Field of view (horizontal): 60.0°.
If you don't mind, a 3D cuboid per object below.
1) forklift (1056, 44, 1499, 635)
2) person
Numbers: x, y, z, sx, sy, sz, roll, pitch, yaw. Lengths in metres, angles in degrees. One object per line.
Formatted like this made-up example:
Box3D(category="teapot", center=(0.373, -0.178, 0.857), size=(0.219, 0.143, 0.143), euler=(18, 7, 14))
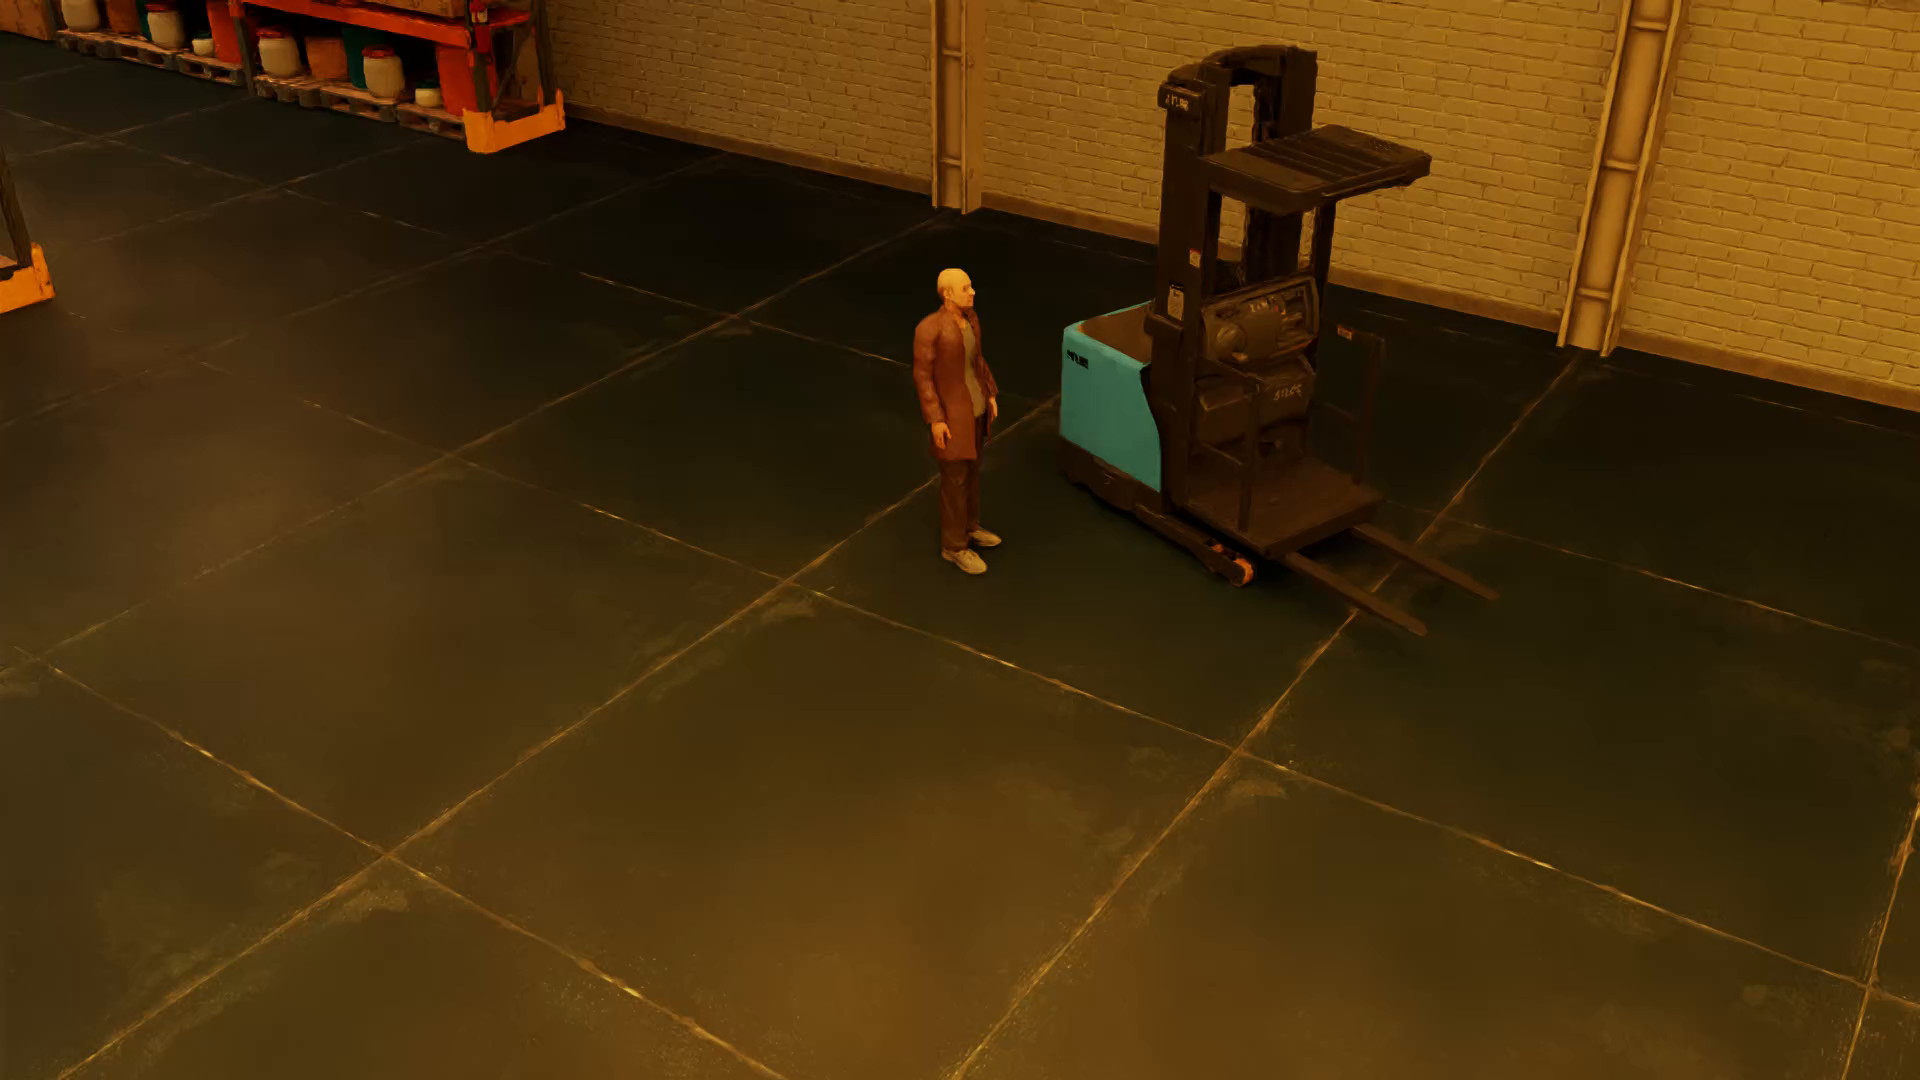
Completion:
Box3D(category="forklift", center=(1.922, -1.268, 9.765), size=(1.130, 2.935, 3.031), euler=(-20, 36, -31))
Box3D(category="person", center=(0.073, -0.747, 10.003), size=(0.580, 1.776, 0.694), euler=(19, 35, 29))
